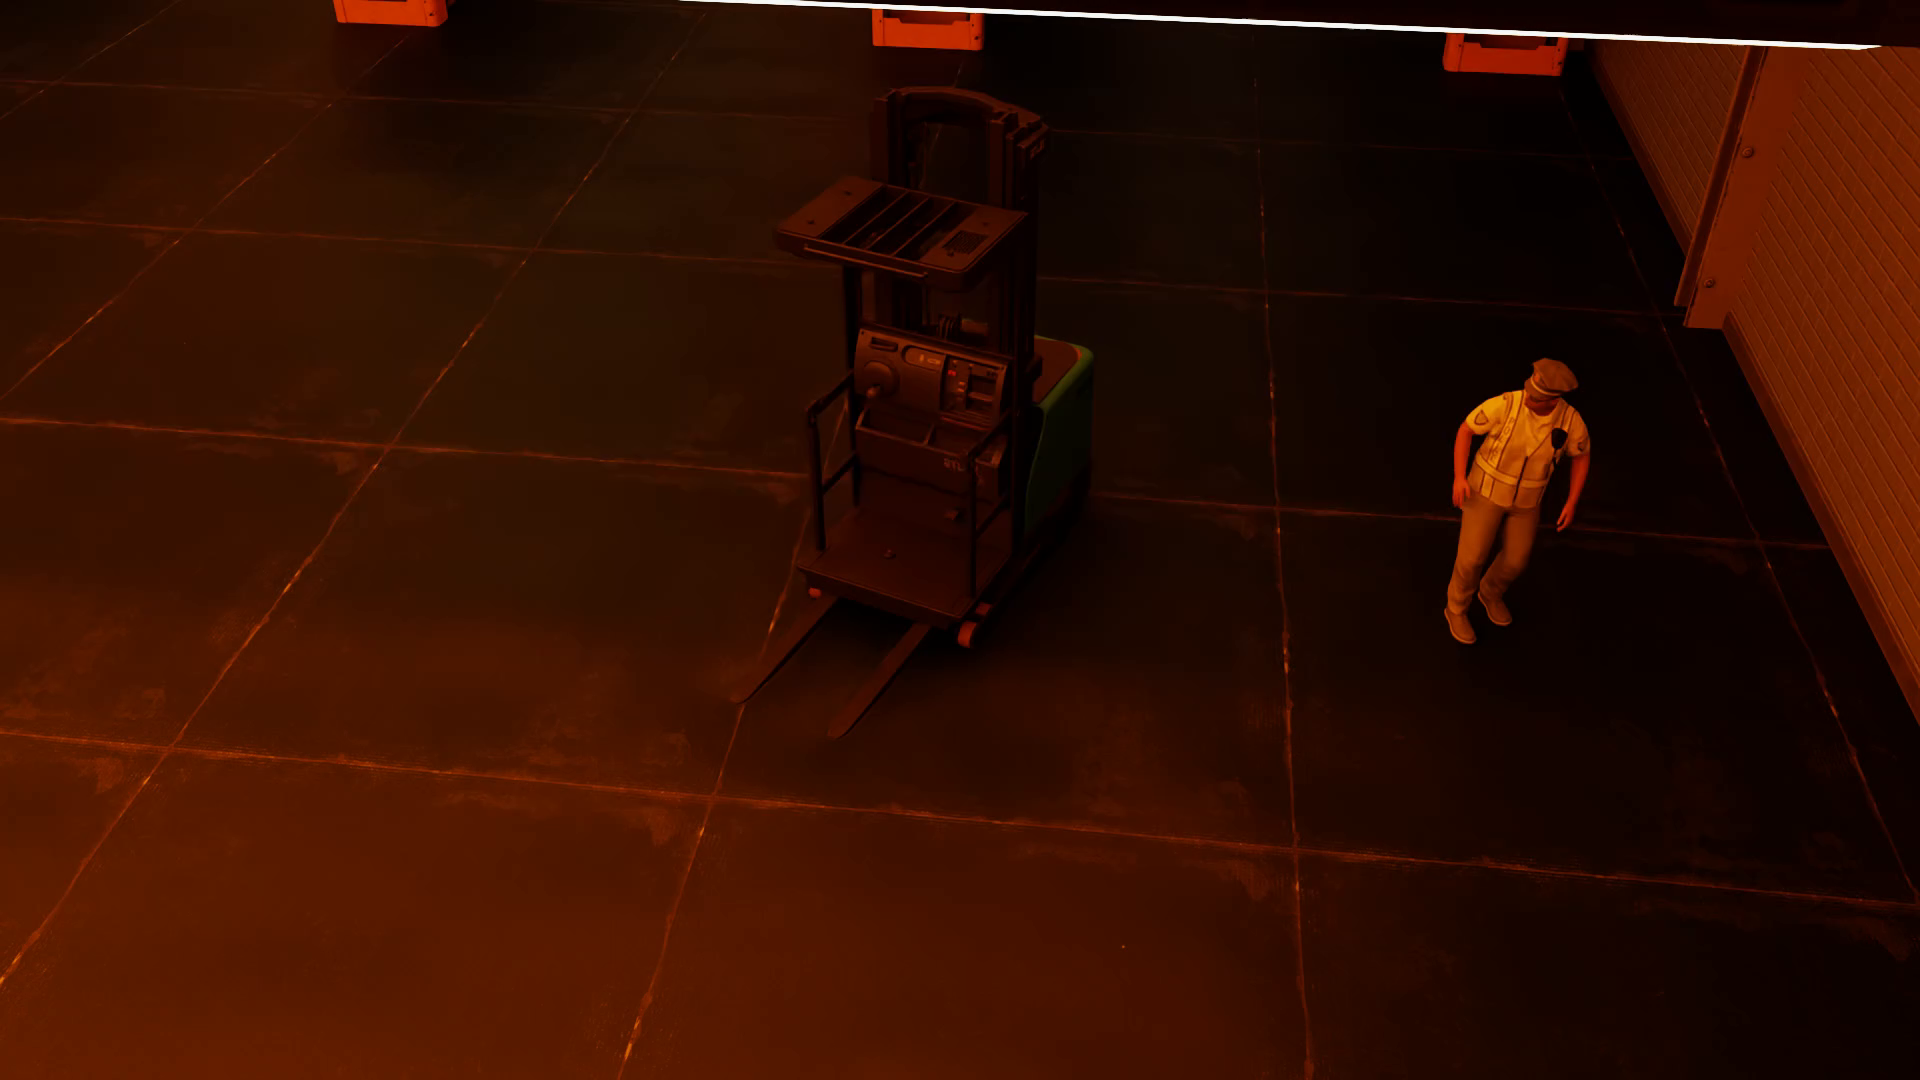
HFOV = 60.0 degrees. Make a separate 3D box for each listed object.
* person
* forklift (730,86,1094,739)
[{"bbox_3d":[3.132,-0.226,9.348,0.737,1.735,0.531,2,36,2],"label":"person"},{"bbox_3d":[-0.264,-0.850,9.182,1.130,2.935,3.031,17,40,21],"label":"forklift"}]
